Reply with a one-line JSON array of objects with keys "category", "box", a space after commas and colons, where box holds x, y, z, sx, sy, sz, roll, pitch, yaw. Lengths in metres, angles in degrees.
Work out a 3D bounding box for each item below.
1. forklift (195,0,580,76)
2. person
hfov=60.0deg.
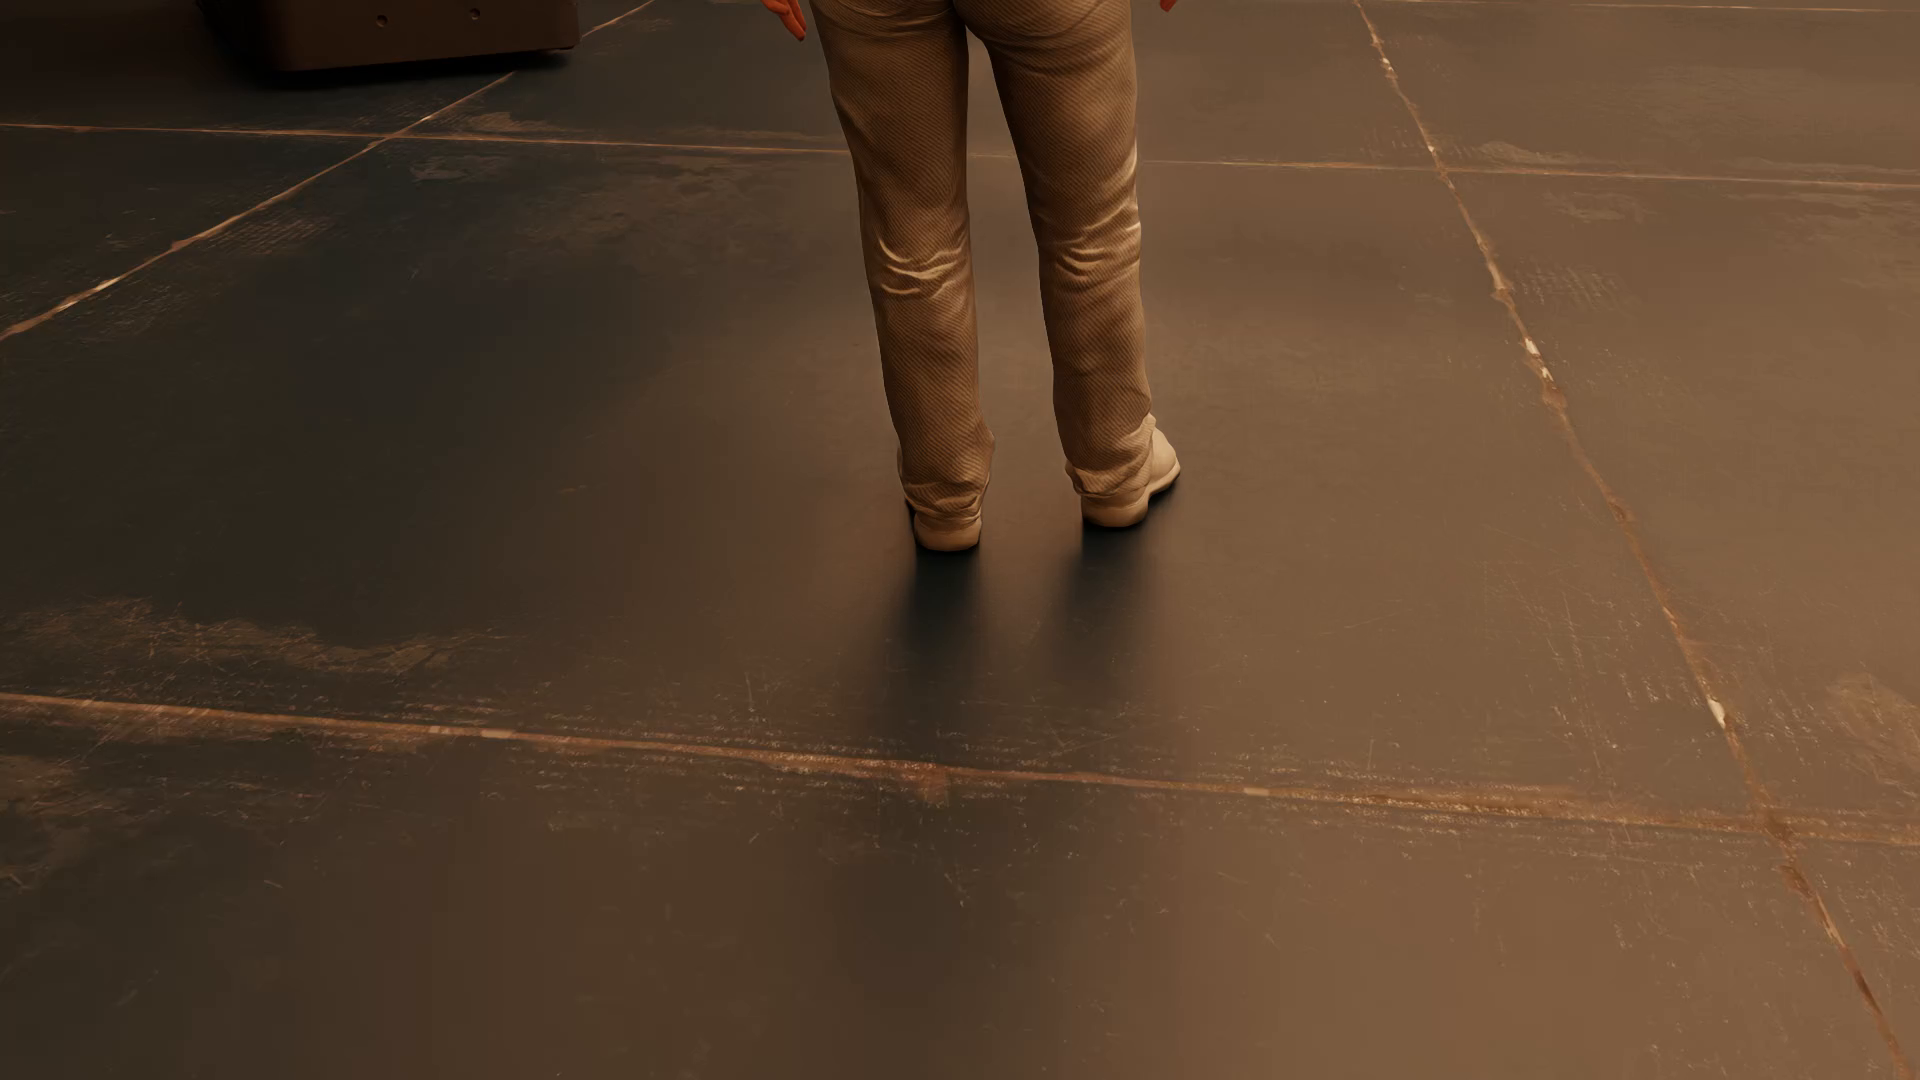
[{"category": "forklift", "box": [-2.470, -3.449, 6.131, 1.130, 2.935, 3.031, -13, 29, -25]}, {"category": "person", "box": [0.017, -0.827, 2.154, 0.632, 1.773, 0.568, 3, 27, 7]}]
